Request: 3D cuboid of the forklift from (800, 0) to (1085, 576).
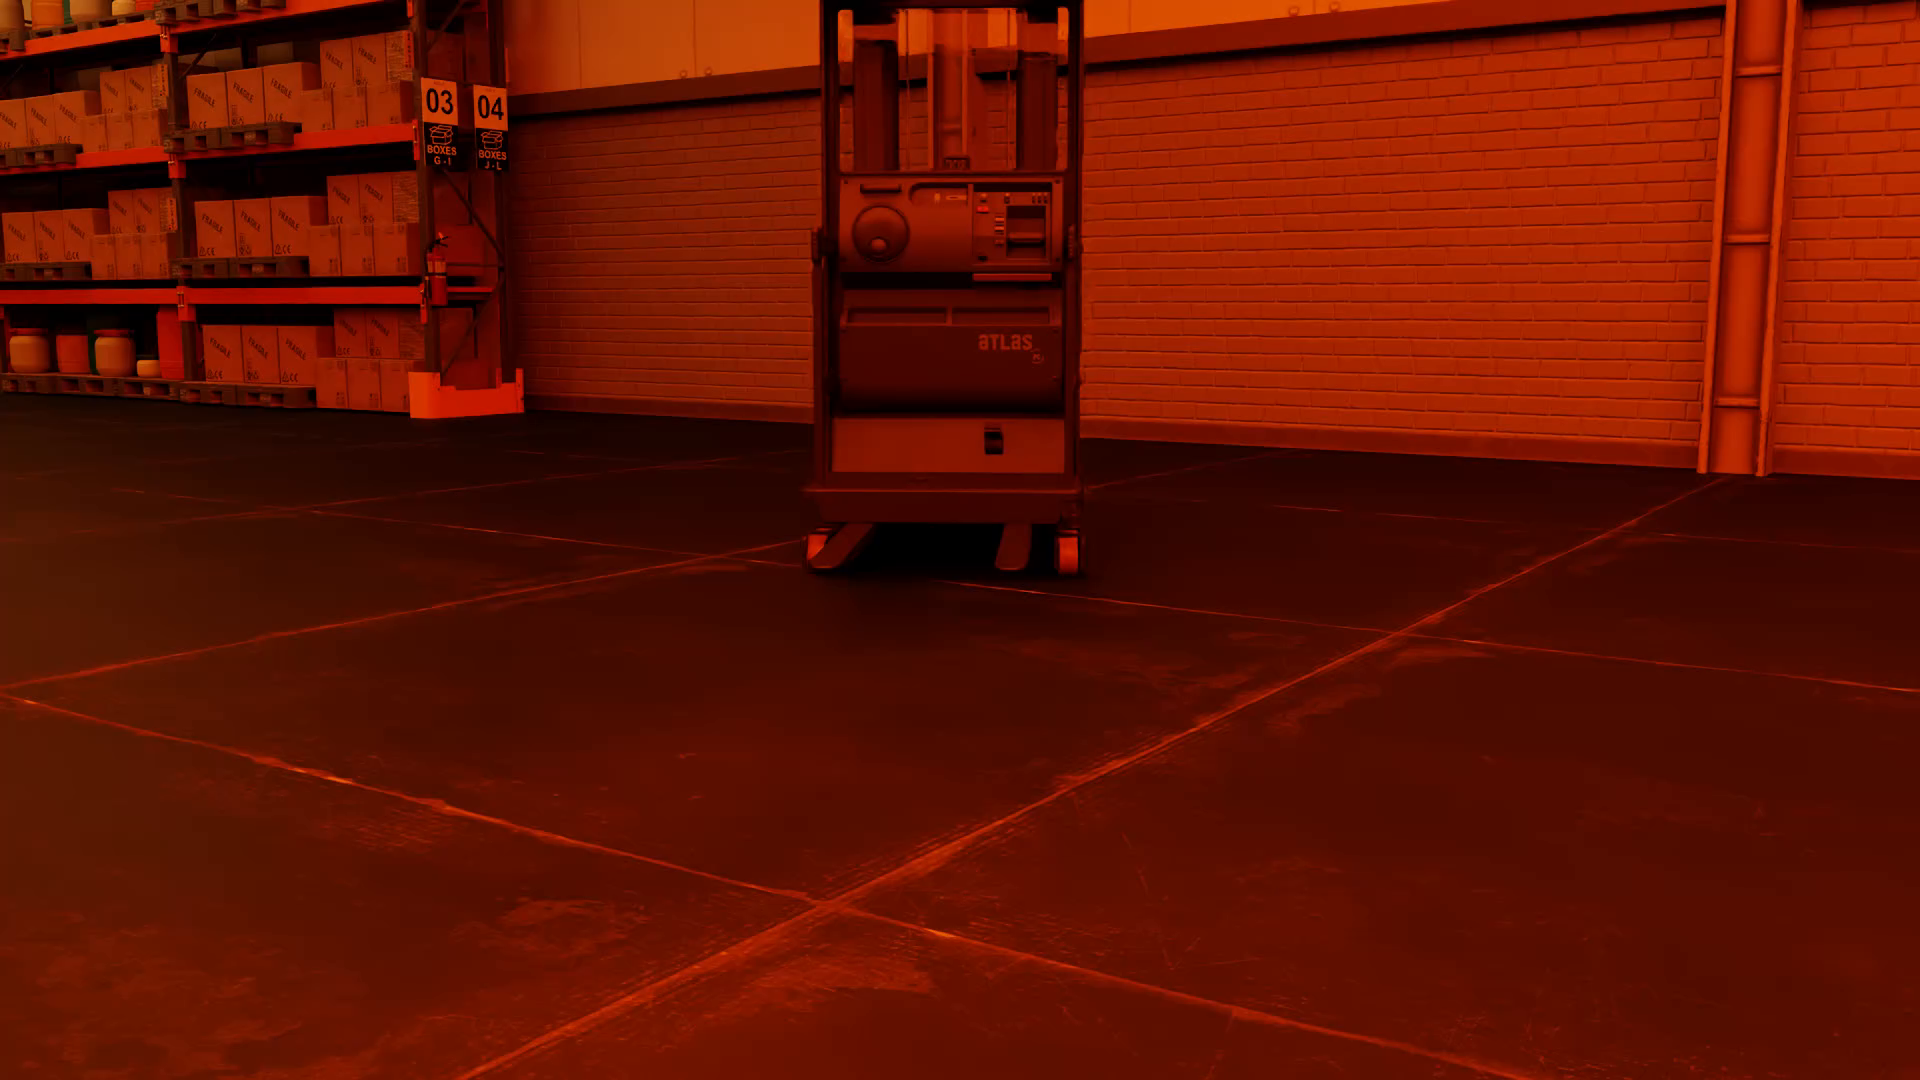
[{"bbox_3d":[-0.048,-1.351,6.696,1.130,2.935,3.031,1,8,4],"label":"forklift"}]
